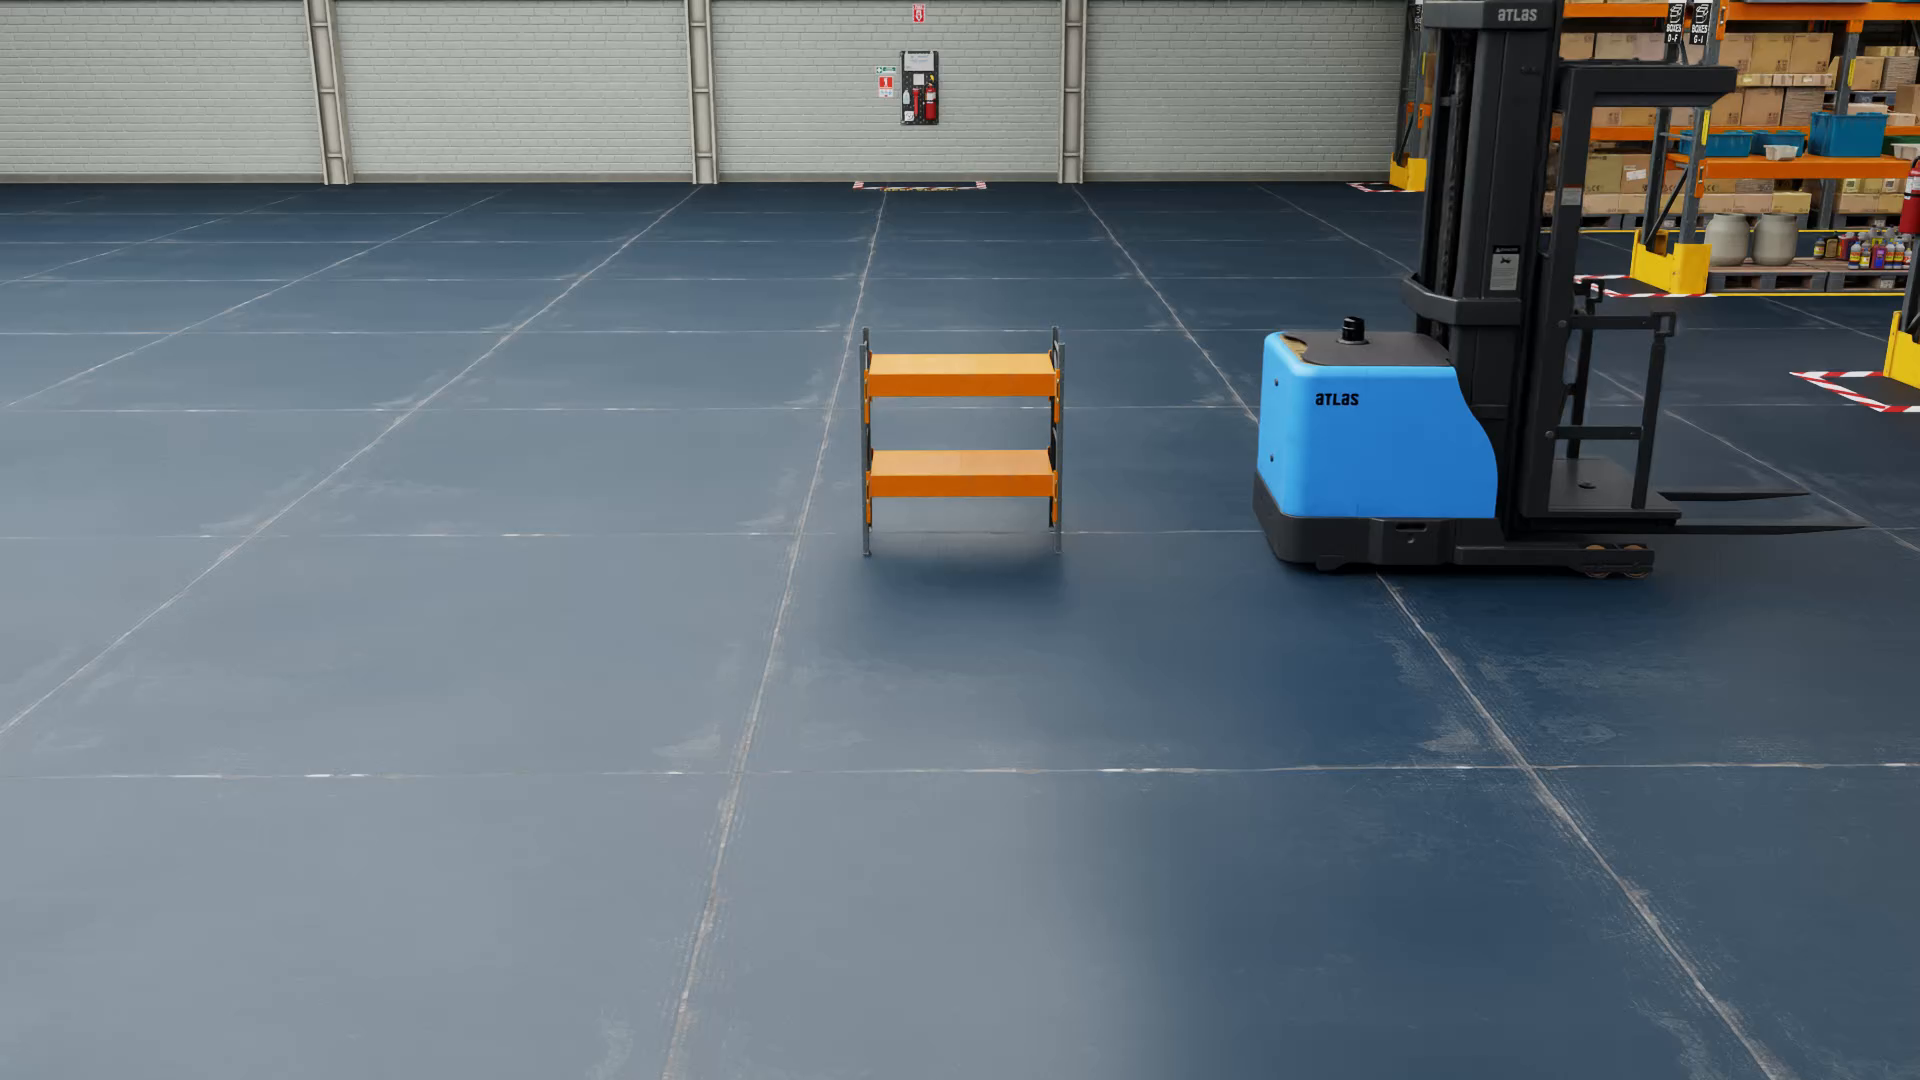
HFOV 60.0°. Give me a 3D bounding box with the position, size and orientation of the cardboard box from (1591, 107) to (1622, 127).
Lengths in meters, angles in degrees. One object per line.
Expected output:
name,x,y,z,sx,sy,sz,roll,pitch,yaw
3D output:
cardboard box,8.207,-5.636,21.542,0.500,0.500,0.700,0,18,1

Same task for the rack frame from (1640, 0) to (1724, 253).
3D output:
rack frame,7.289,-4.073,16.834,0.127,3.000,1.000,0,18,-1

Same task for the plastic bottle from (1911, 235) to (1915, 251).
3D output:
plastic bottle,10.120,-3.142,17.659,0.133,0.283,0.061,1,18,2

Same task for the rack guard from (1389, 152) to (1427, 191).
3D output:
rack guard,7.209,-5.909,26.650,0.348,0.500,1.175,0,18,-1

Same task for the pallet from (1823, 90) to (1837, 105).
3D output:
pallet,13.153,-7.024,26.347,1.213,0.211,1.003,0,18,-1

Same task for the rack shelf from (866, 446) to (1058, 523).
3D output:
rack shelf,0.007,-0.303,8.951,1.000,0.278,0.538,0,18,-1

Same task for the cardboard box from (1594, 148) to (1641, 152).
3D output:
cardboard box,8.746,-4.937,22.112,0.500,0.500,0.500,0,18,-1

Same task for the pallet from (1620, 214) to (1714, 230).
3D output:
pallet,9.195,-4.280,22.043,1.213,0.211,1.003,0,18,-1

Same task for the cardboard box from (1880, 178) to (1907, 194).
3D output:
cardboard box,12.132,-4.690,21.652,0.500,0.311,0.500,0,18,-2

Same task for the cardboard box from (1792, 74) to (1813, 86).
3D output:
cardboard box,10.698,-5.894,21.286,0.250,0.149,0.380,-1,18,-2

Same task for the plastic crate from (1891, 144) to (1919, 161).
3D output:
plastic crate,9.669,-3.882,16.669,0.437,0.136,0.530,0,18,-1

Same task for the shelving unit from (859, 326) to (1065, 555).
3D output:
shelving unit,0.007,-0.536,8.876,1.048,1.125,0.538,0,18,-1

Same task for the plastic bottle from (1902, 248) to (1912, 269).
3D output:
plastic bottle,9.649,-2.866,16.933,0.097,0.201,0.097,0,18,0

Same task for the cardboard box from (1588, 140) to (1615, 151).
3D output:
cardboard box,10.095,-6.120,26.588,0.500,0.500,0.500,-2,18,-5

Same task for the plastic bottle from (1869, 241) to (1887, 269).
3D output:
plastic bottle,9.333,-2.898,16.899,0.133,0.283,0.061,0,18,0

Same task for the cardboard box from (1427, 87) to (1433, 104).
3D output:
cardboard box,7.626,-6.942,25.991,0.500,0.250,0.500,-1,18,-2

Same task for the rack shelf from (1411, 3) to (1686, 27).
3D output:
rack shelf,9.132,-8.194,25.948,4.000,0.370,1.077,0,18,-1

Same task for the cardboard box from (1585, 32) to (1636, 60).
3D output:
cardboard box,8.260,-6.254,21.346,0.500,0.500,0.700,-1,18,-2

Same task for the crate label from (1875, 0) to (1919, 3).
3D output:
crate label,9.166,-5.339,16.112,0.408,0.251,0.502,0,18,-1

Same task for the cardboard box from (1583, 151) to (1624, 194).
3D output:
cardboard box,8.254,-4.771,21.597,0.500,0.500,0.500,0,18,-1

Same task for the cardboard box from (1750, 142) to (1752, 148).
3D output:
cardboard box,12.384,-6.164,26.724,0.500,0.500,0.700,-1,18,-2

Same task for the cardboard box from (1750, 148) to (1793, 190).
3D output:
cardboard box,10.745,-4.946,22.143,0.500,0.500,0.500,0,18,-1

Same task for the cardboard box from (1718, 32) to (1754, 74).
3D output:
cardboard box,9.764,-6.262,21.369,0.500,0.500,0.700,0,18,-1

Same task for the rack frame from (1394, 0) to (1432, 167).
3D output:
rack frame,7.133,-7.099,26.267,0.127,3.000,1.000,0,18,-1

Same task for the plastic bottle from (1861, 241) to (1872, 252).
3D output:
plastic bottle,9.530,-3.048,17.501,0.097,0.201,0.097,0,18,0

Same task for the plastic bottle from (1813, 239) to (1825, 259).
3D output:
plastic bottle,9.118,-3.093,17.639,0.097,0.201,0.097,0,18,0

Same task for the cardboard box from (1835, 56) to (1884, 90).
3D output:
cardboard box,14.103,-7.378,26.254,0.500,0.500,0.700,-2,18,-6

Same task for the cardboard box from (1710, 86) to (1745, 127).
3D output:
cardboard box,9.741,-5.643,21.565,0.500,0.500,0.700,0,18,0

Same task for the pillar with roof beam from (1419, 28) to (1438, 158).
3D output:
pillar with roof beam,7.887,-8.908,22.086,0.400,9.000,9.100,0,18,-1

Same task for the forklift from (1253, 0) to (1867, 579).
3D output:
forklift,3.154,-1.364,8.502,3.031,2.935,1.130,0,18,1

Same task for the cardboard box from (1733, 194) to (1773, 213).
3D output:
cardboard box,10.254,-4.428,21.753,0.500,0.250,0.500,0,18,-1

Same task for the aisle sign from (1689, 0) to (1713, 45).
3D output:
aisle sign,7.222,-5.221,16.157,0.004,0.787,0.394,0,18,-1

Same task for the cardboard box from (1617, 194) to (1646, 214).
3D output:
cardboard box,8.754,-4.417,21.721,0.500,0.250,0.500,0,18,-1

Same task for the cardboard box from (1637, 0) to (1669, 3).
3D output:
cardboard box,10.629,-8.526,25.607,0.500,0.500,0.500,0,18,1

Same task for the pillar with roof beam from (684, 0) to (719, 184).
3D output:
pillar with roof beam,-4.112,-8.850,21.905,0.400,9.000,9.100,0,18,-1

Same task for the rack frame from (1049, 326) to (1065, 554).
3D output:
rack frame,0.515,-0.538,8.884,0.032,1.125,0.500,0,18,-1

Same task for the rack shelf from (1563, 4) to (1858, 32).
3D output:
rack shelf,9.214,-6.681,21.232,4.000,0.370,1.077,0,18,-1

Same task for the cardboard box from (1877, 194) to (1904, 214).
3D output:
cardboard box,12.132,-4.424,21.743,0.500,0.250,0.500,0,18,1

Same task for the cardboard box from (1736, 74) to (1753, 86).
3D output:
cardboard box,9.928,-5.891,21.274,0.250,0.149,0.380,0,18,-1

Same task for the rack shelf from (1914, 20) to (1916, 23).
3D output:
rack shelf,17.131,-8.233,26.069,4.000,0.370,1.077,0,18,-1

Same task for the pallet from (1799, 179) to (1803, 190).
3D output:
pallet,13.133,-5.801,26.787,1.213,0.211,1.003,0,18,-1

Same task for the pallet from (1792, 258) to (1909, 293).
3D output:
pallet,9.393,-2.767,17.329,1.213,0.211,1.003,0,18,-1

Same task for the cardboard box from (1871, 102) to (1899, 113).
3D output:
cardboard box,12.090,-5.602,21.819,0.258,0.266,0.396,-1,18,-2

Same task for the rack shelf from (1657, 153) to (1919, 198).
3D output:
rack shelf,9.289,-3.740,16.974,4.000,0.370,1.077,0,18,-1

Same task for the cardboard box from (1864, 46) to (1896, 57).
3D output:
cardboard box,14.466,-7.687,26.153,0.250,0.149,0.380,-3,18,-10

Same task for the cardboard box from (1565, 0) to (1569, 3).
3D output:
cardboard box,9.063,-8.514,25.571,0.500,0.500,0.500,1,18,3

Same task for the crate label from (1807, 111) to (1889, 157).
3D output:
crate label,9.125,-4.181,17.114,0.616,0.435,0.502,0,18,-1

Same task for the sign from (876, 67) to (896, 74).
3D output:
sign,-1.202,-7.633,27.005,0.331,0.109,0.001,0,18,-1

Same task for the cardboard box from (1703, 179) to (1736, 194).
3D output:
cardboard box,9.754,-4.782,21.629,0.500,0.500,0.500,0,18,-1

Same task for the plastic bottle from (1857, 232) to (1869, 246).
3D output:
plastic bottle,9.510,-3.122,17.608,0.135,0.276,0.152,-1,18,-2
